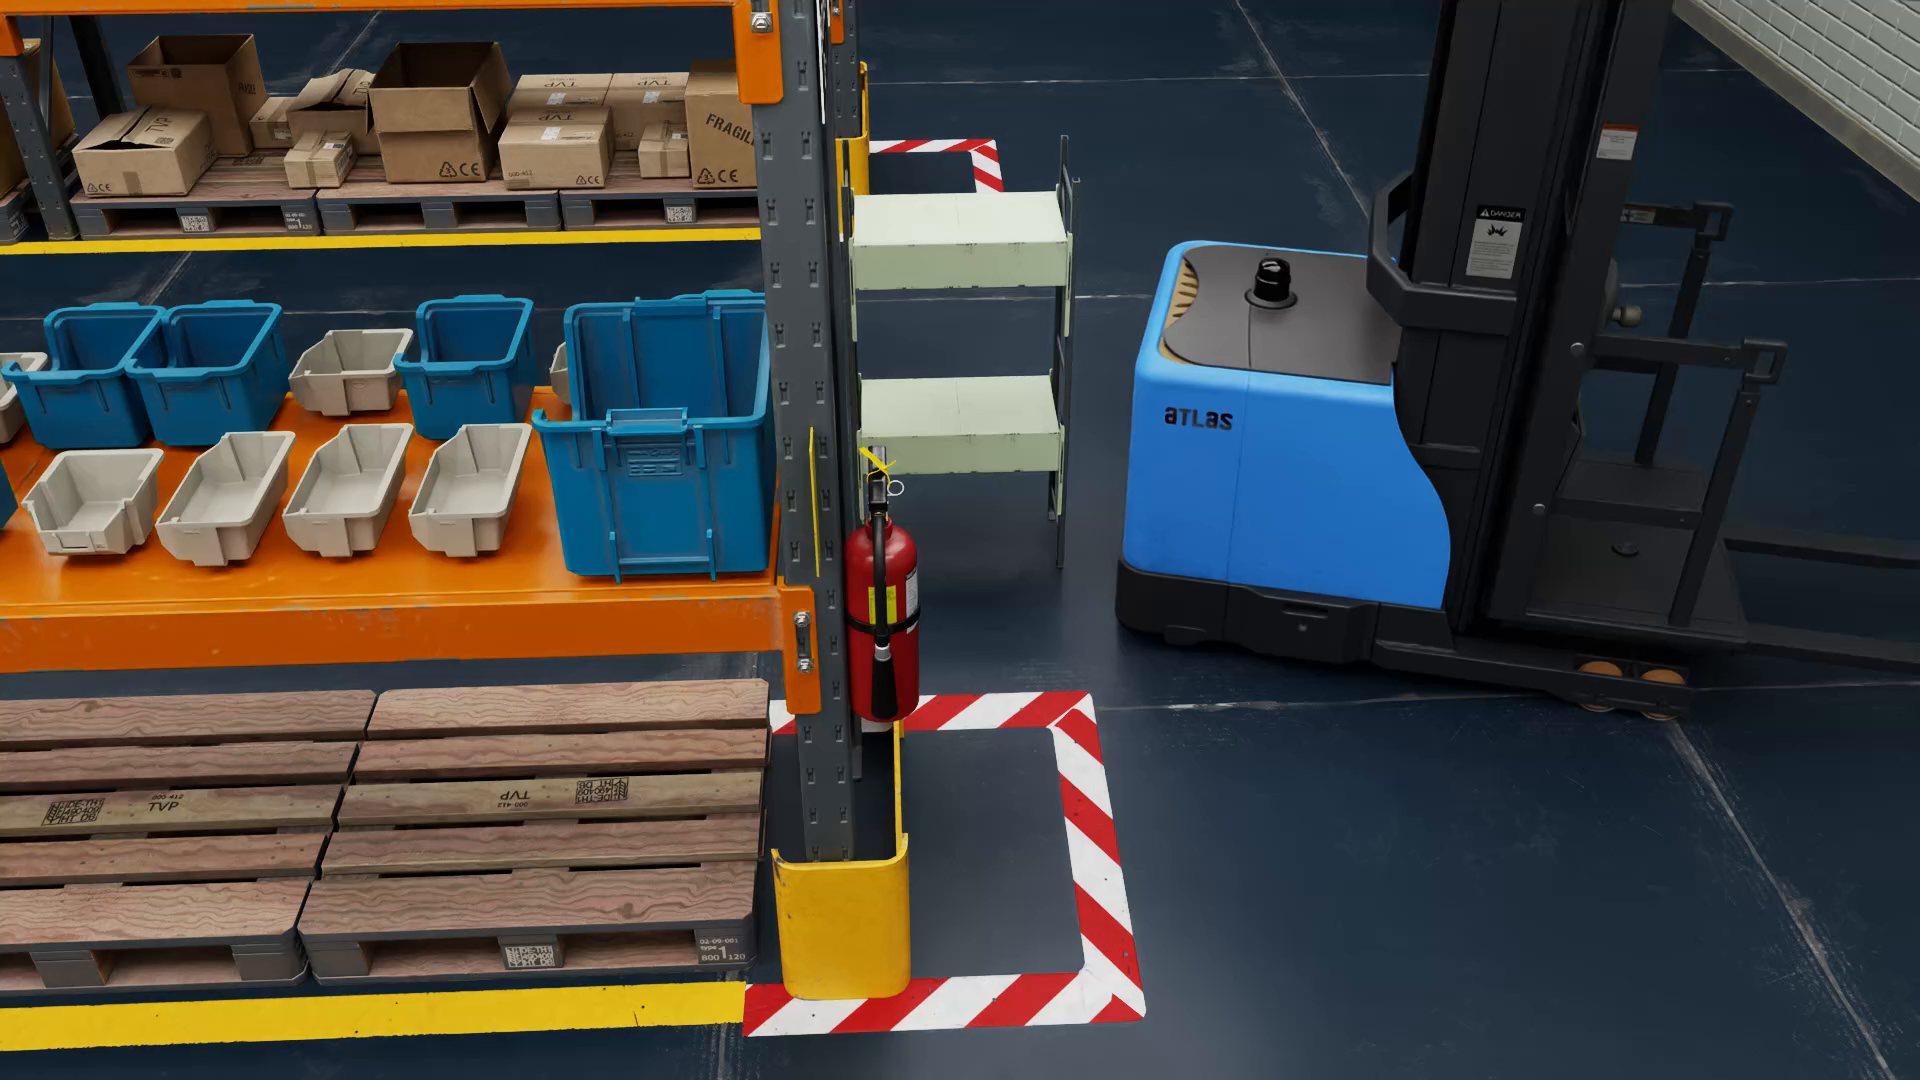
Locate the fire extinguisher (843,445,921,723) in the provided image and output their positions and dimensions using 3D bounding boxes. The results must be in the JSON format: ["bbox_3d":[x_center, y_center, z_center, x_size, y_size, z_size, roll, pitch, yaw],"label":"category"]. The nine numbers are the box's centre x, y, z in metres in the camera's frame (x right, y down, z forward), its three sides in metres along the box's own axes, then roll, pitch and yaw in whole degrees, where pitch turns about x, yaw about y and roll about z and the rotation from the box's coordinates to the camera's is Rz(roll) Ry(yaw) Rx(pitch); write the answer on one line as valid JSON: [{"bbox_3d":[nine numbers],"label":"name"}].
[{"bbox_3d":[-0.183,0.115,3.844,0.183,0.674,0.296,-2,35,-2],"label":"fire extinguisher"}]

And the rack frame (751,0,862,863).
[{"bbox_3d":[-0.355,-0.324,4.083,0.127,3.000,1.000,-2,35,-2],"label":"rack frame"}]

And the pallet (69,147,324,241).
[{"bbox_3d":[-3.895,-1.904,8.815,1.213,0.211,1.003,-2,35,-2],"label":"pallet"}]

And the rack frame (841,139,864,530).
[{"bbox_3d":[-0.372,-0.607,5.809,0.023,1.500,0.400,-2,35,-2],"label":"rack frame"}]

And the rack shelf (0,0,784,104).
[{"bbox_3d":[-2.353,-1.208,3.356,4.000,0.370,1.077,-2,35,-2],"label":"rack shelf"}]

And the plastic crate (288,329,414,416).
[{"bbox_3d":[-1.619,-0.441,4.431,0.298,0.136,0.250,-2,35,-2],"label":"plastic crate"}]

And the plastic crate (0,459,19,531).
[{"bbox_3d":[-2.394,-0.079,3.823,0.300,0.233,0.416,-2,35,-2],"label":"plastic crate"}]

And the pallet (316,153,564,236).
[{"bbox_3d":[-2.673,-1.938,8.865,1.213,0.211,1.003,-2,35,-2],"label":"pallet"}]

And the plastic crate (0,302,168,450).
[{"bbox_3d":[-2.232,-0.417,4.311,0.300,0.233,0.416,-2,35,-2],"label":"plastic crate"}]

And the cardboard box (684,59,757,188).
[{"bbox_3d":[-1.117,-2.139,8.514,0.500,0.500,0.500,-2,35,-2],"label":"cardboard box"}]

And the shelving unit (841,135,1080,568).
[{"bbox_3d":[-0.007,-0.617,5.823,0.755,1.500,0.431,-2,35,-2],"label":"shelving unit"}]

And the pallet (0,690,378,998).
[{"bbox_3d":[-2.396,0.854,4.831,1.213,0.211,1.003,-2,35,-2],"label":"pallet"}]

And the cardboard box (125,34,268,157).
[{"bbox_3d":[-4.025,-2.362,8.837,0.500,0.500,0.500,-2,35,-2],"label":"cardboard box"}]

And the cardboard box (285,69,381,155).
[{"bbox_3d":[-3.276,-2.305,8.920,0.500,0.311,0.500,-2,35,-2],"label":"cardboard box"}]

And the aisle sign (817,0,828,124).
[{"bbox_3d":[-0.269,-1.229,3.105,0.004,0.787,0.394,-2,35,-2],"label":"aisle sign"}]

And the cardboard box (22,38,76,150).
[{"bbox_3d":[-5.076,-2.311,8.763,0.500,0.500,0.500,-3,35,-4],"label":"cardboard box"}]

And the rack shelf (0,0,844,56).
[{"bbox_3d":[-2.583,-2.790,8.278,4.000,0.370,1.077,-2,35,-2],"label":"rack shelf"}]

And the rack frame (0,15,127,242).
[{"bbox_3d":[-4.581,-3.032,7.996,0.127,3.000,1.000,-2,35,-2],"label":"rack frame"}]

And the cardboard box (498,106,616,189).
[{"bbox_3d":[-2.067,-2.027,8.573,0.500,0.250,0.500,-2,35,-2],"label":"cardboard box"}]

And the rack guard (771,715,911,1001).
[{"bbox_3d":[-0.331,0.695,4.806,0.348,0.500,1.175,-2,35,-2],"label":"rack guard"}]

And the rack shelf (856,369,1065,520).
[{"bbox_3d":[-0.007,-0.348,6.008,0.720,0.370,0.431,-2,35,-2],"label":"rack shelf"}]

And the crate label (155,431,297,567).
[{"bbox_3d":[-1.728,-0.095,3.930,0.243,0.136,0.396,-2,35,-2],"label":"crate label"}]

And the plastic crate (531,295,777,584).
[{"bbox_3d":[-0.680,-0.248,3.889,0.499,0.435,0.616,-2,35,-2],"label":"plastic crate"}]

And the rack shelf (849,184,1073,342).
[{"bbox_3d":[-0.007,-0.937,5.601,0.720,0.370,0.431,-2,35,-2],"label":"rack shelf"}]

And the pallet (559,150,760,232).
[{"bbox_3d":[-1.458,-1.969,8.910,1.213,0.211,1.003,-2,35,-2],"label":"pallet"}]

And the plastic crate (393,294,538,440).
[{"bbox_3d":[-1.275,-0.443,4.349,0.300,0.233,0.416,-2,35,-2],"label":"plastic crate"}]

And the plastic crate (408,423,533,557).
[{"bbox_3d":[-1.161,-0.116,3.960,0.243,0.136,0.396,-2,35,-2],"label":"plastic crate"}]

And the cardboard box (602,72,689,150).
[{"bbox_3d":[-1.642,-2.324,9.001,0.500,0.250,0.500,-2,35,-2],"label":"cardboard box"}]

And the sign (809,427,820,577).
[{"bbox_3d":[-0.313,-0.079,3.585,0.005,0.325,0.100,-2,35,-2],"label":"sign"}]

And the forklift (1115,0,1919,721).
[{"bbox_3d":[2.109,-0.952,5.050,3.031,2.935,1.130,7,35,10],"label":"forklift"}]

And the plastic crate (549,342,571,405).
[{"bbox_3d":[-0.941,-0.460,4.457,0.298,0.136,0.250,-2,35,-2],"label":"plastic crate"}]

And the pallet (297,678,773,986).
[{"bbox_3d":[-1.180,0.822,4.876,1.213,0.211,1.003,-2,35,-2],"label":"pallet"}]

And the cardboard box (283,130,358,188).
[{"bbox_3d":[-3.288,-1.966,8.557,0.250,0.166,0.380,-2,35,-2],"label":"cardboard box"}]

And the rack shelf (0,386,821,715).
[{"bbox_3d":[-2.353,0.025,4.210,4.000,0.370,1.077,-2,35,-2],"label":"rack shelf"}]

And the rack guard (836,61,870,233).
[{"bbox_3d":[-0.661,-2.110,8.860,0.348,0.500,1.175,-2,35,-2],"label":"rack guard"}]

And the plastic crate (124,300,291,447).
[{"bbox_3d":[-1.932,-0.425,4.323,0.300,0.233,0.416,-2,35,-2],"label":"plastic crate"}]

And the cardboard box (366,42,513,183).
[{"bbox_3d":[-2.705,-2.240,8.658,0.637,0.503,0.797,-2,35,-2],"label":"cardboard box"}]

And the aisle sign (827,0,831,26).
[{"bbox_3d":[-0.297,-1.564,3.590,0.004,0.787,0.394,-2,35,-2],"label":"aisle sign"}]

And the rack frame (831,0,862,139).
[{"bbox_3d":[-0.586,-3.140,8.152,0.127,3.000,1.000,-2,35,-2],"label":"rack frame"}]

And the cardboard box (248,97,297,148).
[{"bbox_3d":[-3.654,-2.262,9.001,0.250,0.149,0.380,-2,35,-2],"label":"cardboard box"}]

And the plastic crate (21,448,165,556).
[{"bbox_3d":[-2.023,-0.076,3.903,0.250,0.136,0.298,-2,35,-2],"label":"plastic crate"}]

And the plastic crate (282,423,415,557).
[{"bbox_3d":[-1.451,-0.116,3.961,0.243,0.136,0.396,-2,35,-2],"label":"plastic crate"}]

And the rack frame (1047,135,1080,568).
[{"bbox_3d":[0.359,-0.626,5.837,0.023,1.500,0.400,-2,35,-2],"label":"rack frame"}]

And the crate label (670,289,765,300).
[{"bbox_3d":[-0.617,-0.461,4.374,0.303,0.233,0.416,-2,35,-2],"label":"crate label"}]

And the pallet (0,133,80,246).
[{"bbox_3d":[-5.392,-1.842,8.727,1.213,0.211,1.003,-2,35,-2],"label":"pallet"}]

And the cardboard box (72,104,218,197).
[{"bbox_3d":[-4.152,-1.996,8.474,0.500,0.311,0.500,-2,35,-2],"label":"cardboard box"}]

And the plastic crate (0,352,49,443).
[{"bbox_3d":[-2.625,-0.351,4.300,0.466,0.136,0.293,-2,35,-2],"label":"plastic crate"}]

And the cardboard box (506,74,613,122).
[{"bbox_3d":[-2.141,-2.310,8.982,0.500,0.250,0.500,-2,35,-2],"label":"cardboard box"}]

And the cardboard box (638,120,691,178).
[{"bbox_3d":[-1.526,-2.042,8.667,0.250,0.166,0.380,-2,35,-2],"label":"cardboard box"}]

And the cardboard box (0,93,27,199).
[{"bbox_3d":[-5.060,-2.009,8.327,0.500,0.500,0.500,-2,35,-2],"label":"cardboard box"}]
